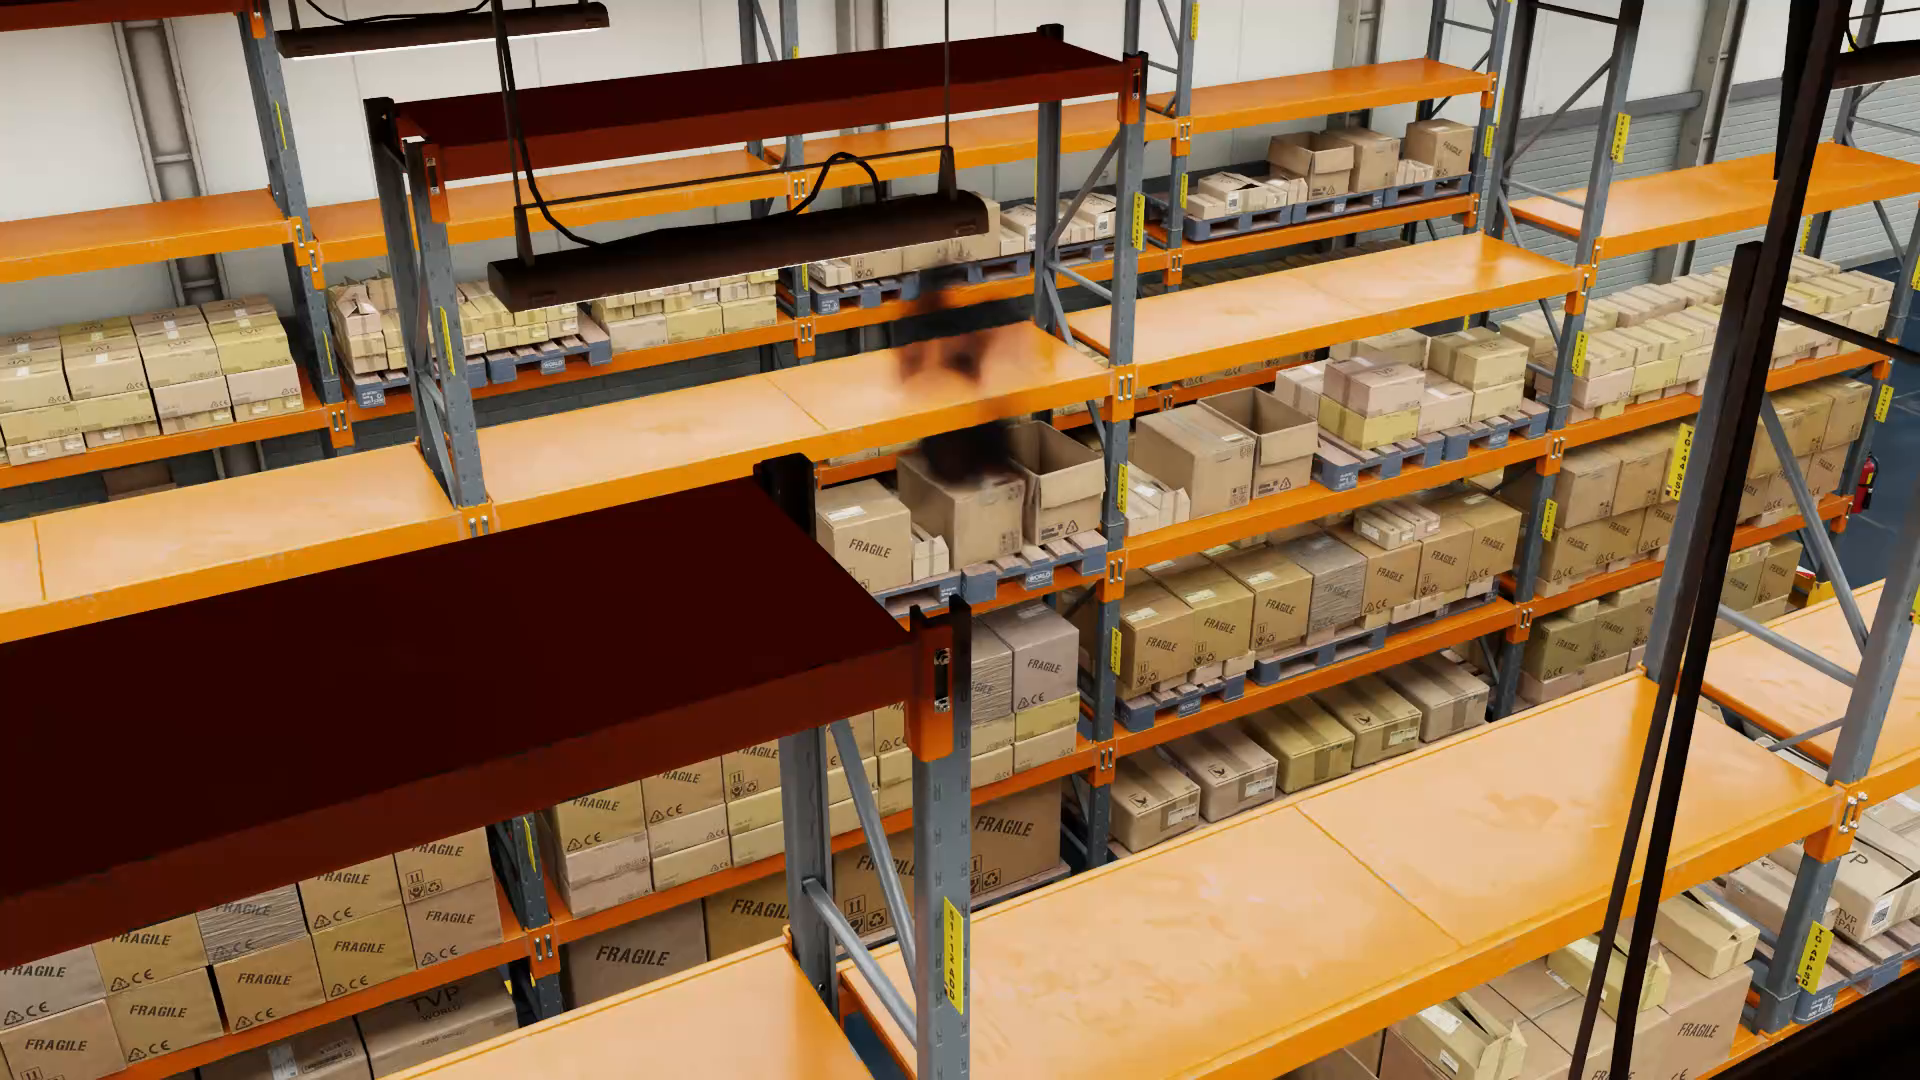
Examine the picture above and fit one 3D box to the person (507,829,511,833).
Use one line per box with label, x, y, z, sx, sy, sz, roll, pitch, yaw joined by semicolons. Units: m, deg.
person;-3.761;1.700;11.817;0.993;1.769;0.661;-17;32;-29
